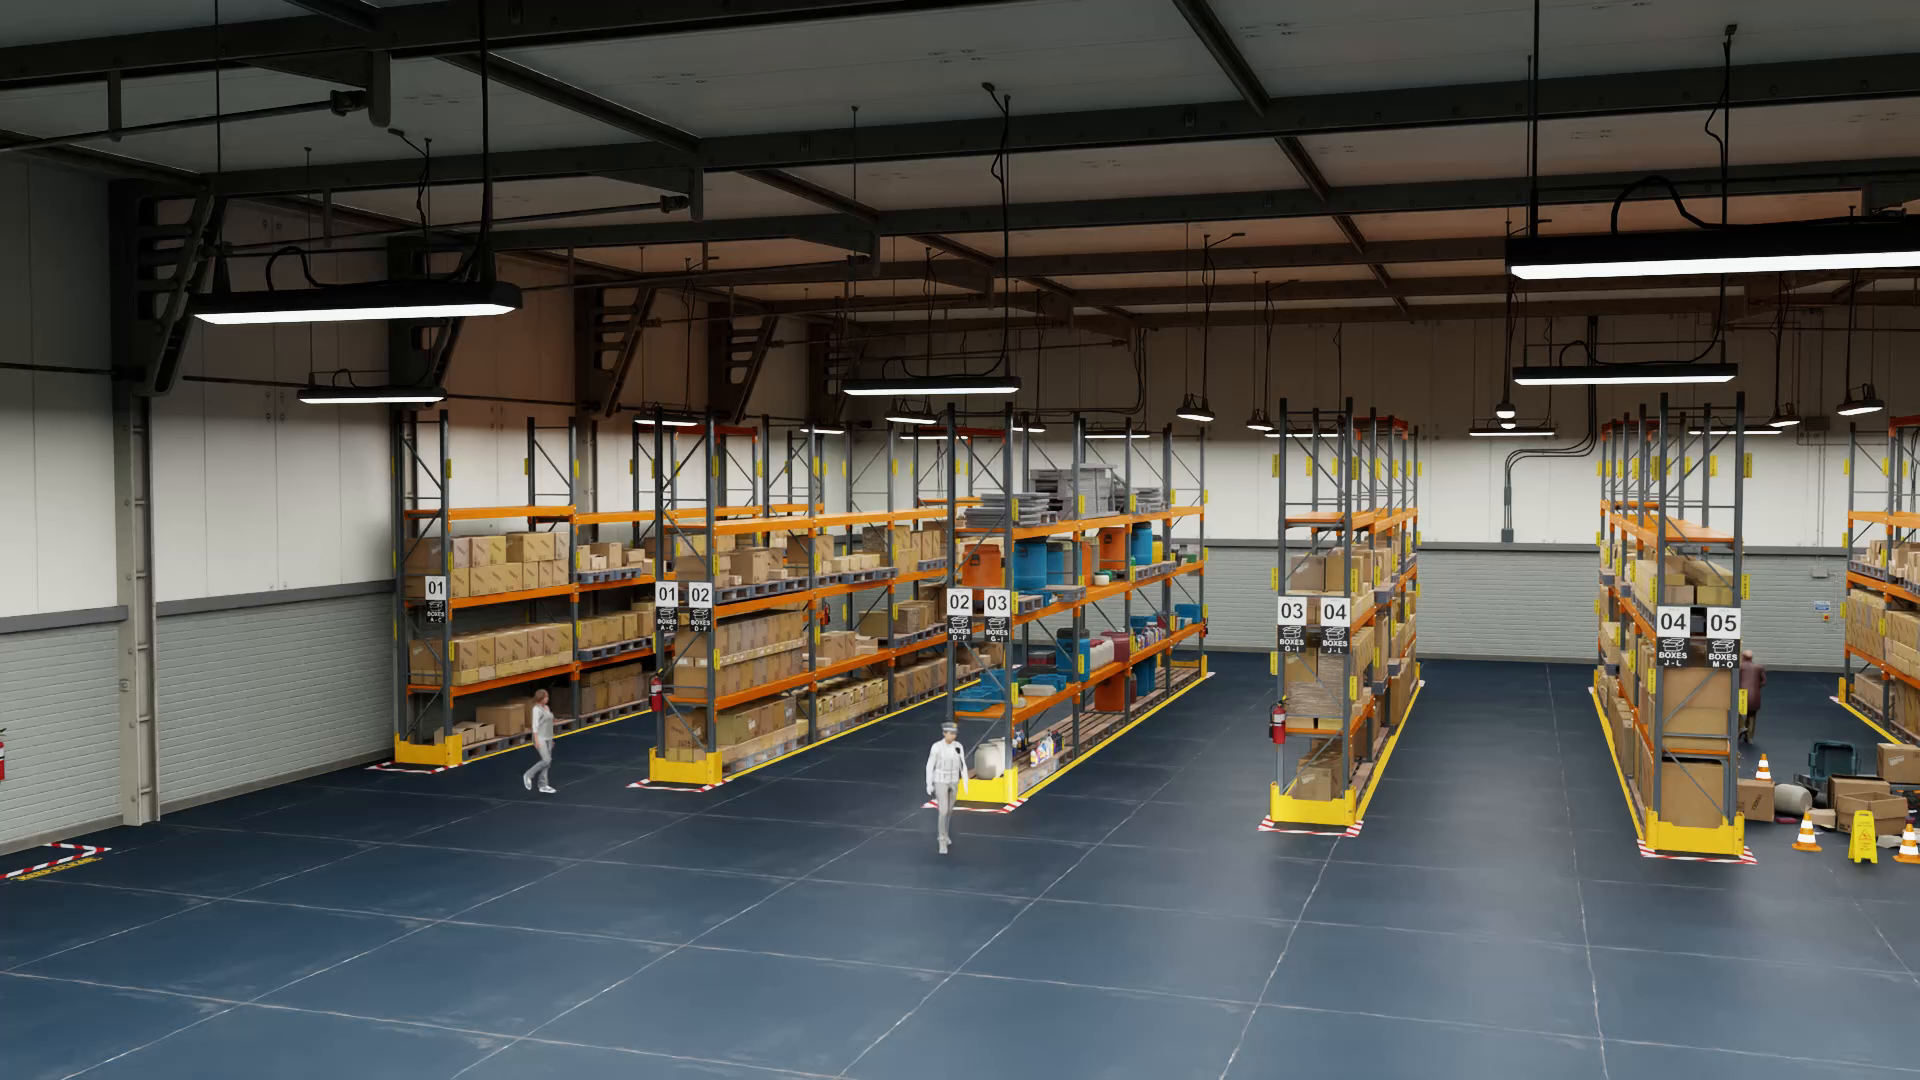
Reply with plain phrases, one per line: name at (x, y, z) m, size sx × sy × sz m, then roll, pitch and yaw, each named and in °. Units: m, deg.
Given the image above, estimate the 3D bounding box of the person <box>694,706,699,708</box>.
person at (-4.749, 2.867, 30.799) m, size 0.552 × 1.655 × 0.566 m, roll 0°, pitch 2°, yaw -1°

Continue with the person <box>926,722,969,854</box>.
person at (-0.170, 3.257, 21.933) m, size 0.513 × 1.728 × 0.621 m, roll -1°, pitch 3°, yaw -30°

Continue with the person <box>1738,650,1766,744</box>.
person at (14.438, 2.868, 30.481) m, size 0.634 × 1.662 × 0.819 m, roll 1°, pitch 3°, yaw 20°

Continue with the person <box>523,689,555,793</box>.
person at (-6.461, 3.089, 25.587) m, size 0.471 × 1.596 × 0.428 m, roll 1°, pitch 3°, yaw 13°
